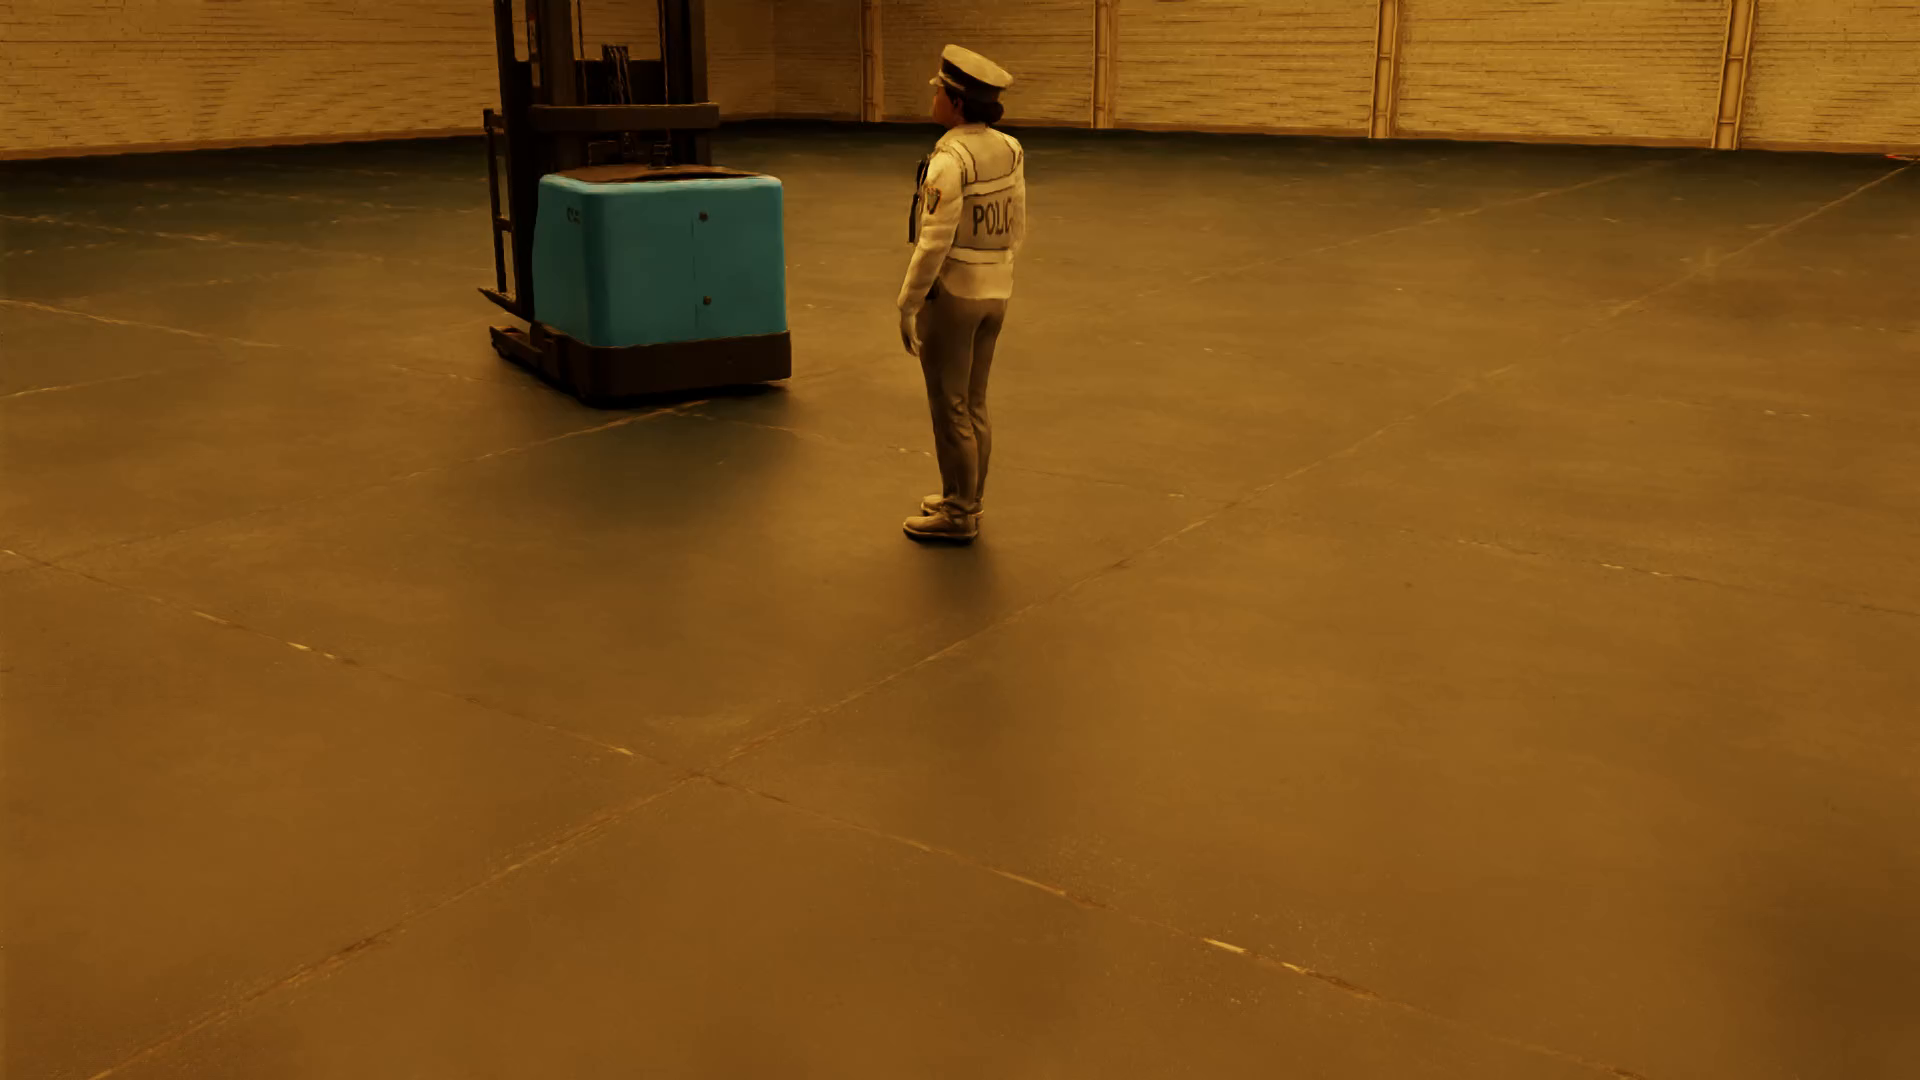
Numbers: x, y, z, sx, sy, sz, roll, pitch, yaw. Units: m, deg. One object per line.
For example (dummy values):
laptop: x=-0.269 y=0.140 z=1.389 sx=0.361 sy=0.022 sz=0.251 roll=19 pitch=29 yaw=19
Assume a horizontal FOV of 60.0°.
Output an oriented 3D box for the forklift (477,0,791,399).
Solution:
forklift: x=-2.021 y=-2.466 z=9.078 sx=1.130 sy=2.935 sz=3.031 roll=-9 pitch=19 yaw=-28

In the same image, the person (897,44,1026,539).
person: x=-0.052 y=-0.832 z=5.746 sx=0.532 sy=1.695 sz=0.586 roll=11 pitch=20 yaw=33
